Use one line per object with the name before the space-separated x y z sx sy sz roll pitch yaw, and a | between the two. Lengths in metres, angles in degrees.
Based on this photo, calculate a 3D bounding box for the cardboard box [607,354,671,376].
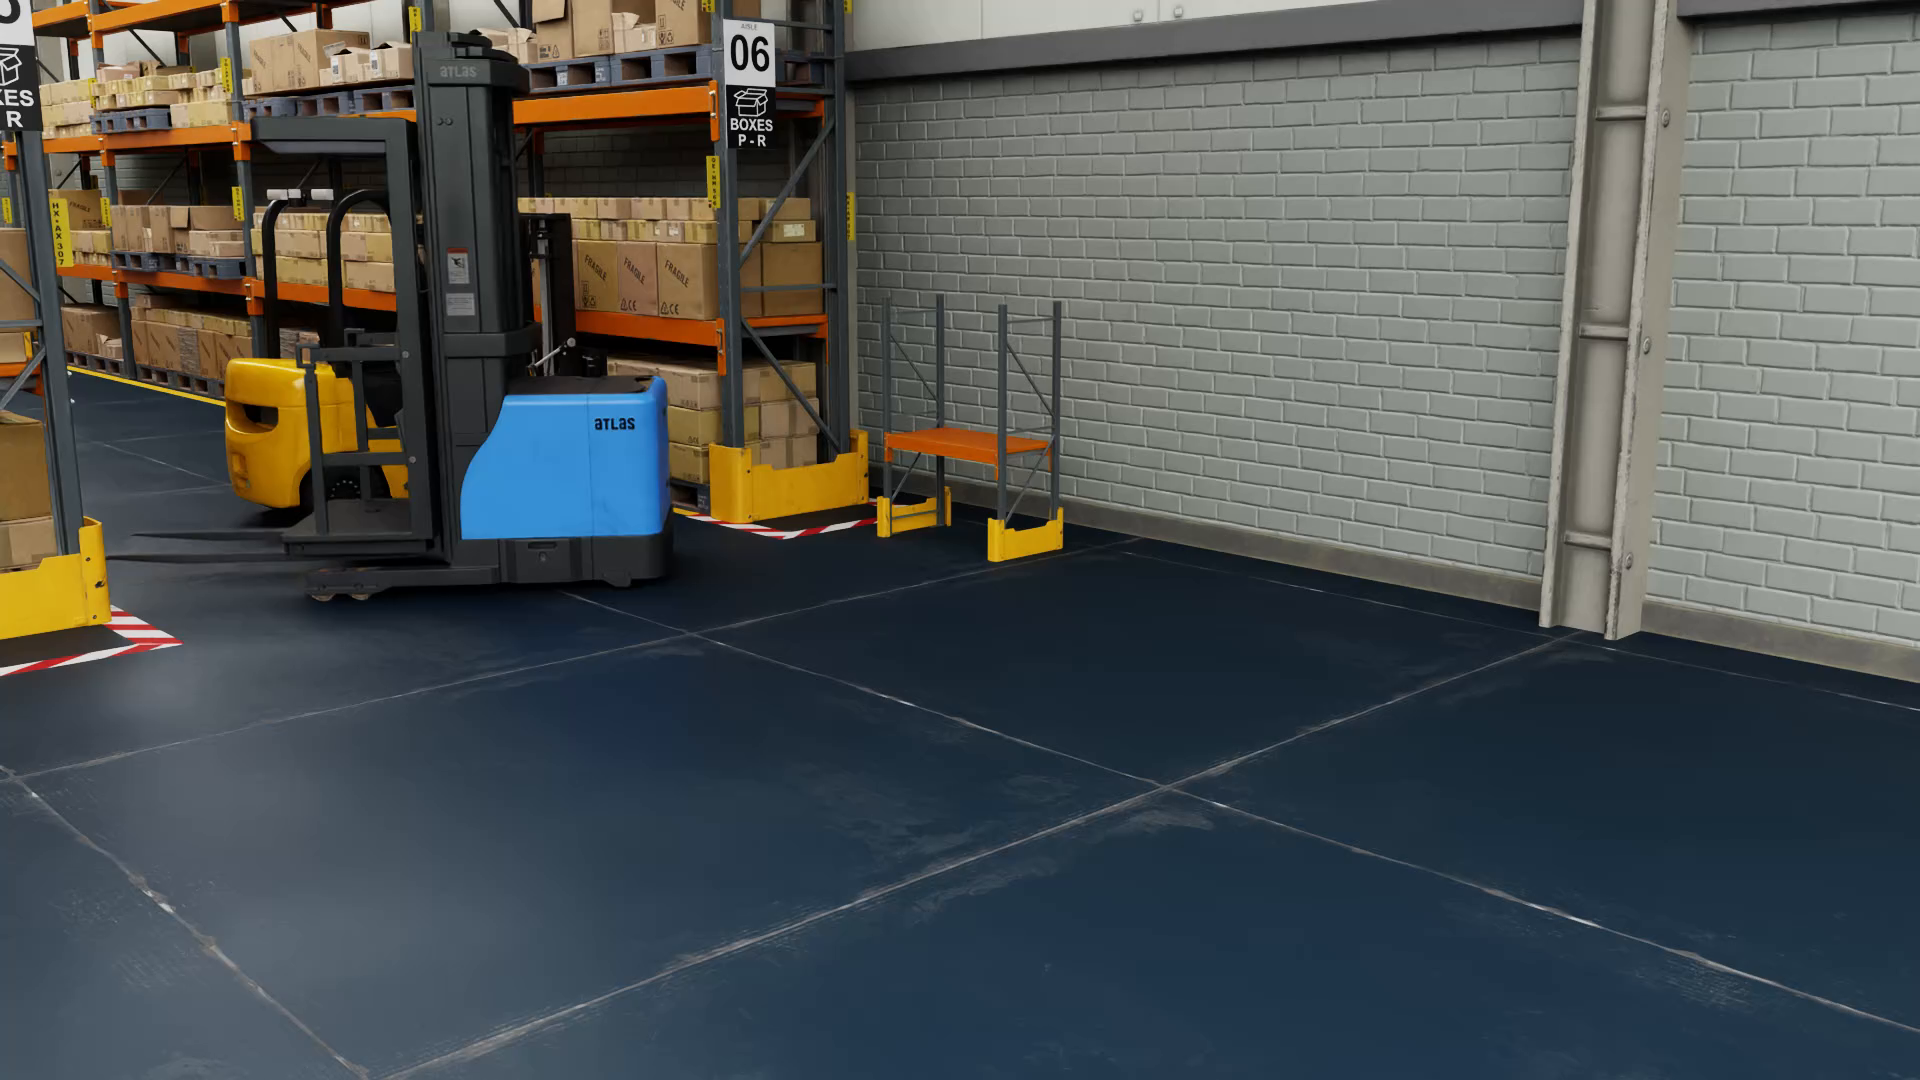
cardboard box | -2.428 -1.199 12.095 0.500 0.250 0.500 -11 16 -42

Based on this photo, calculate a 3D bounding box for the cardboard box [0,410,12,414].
cardboard box | -5.497 -0.450 9.079 0.500 0.500 0.500 11 16 43

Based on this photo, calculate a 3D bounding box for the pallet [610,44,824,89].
pallet | -1.641 -3.214 11.362 1.003 0.211 1.213 -11 16 -43

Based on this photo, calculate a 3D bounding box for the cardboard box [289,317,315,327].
cardboard box | -6.831 -2.267 17.529 0.380 0.149 0.250 -10 15 -40

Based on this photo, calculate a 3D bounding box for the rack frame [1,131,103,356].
rack frame | -12.221 -4.016 22.471 1.000 3.000 0.127 -11 16 -43

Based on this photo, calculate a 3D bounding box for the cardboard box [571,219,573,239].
cardboard box | -2.851 -2.320 12.382 0.380 0.149 0.250 -11 16 -44

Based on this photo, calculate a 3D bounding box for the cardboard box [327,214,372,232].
cardboard box | -5.473 -2.861 15.007 0.250 0.149 0.380 11 16 44

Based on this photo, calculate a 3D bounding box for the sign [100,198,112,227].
sign | -9.846 -3.780 19.178 0.100 0.325 0.005 -11 16 -43

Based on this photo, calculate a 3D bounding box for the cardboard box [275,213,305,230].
cardboard box | -6.504 -3.089 16.115 0.380 0.149 0.250 -10 16 -41

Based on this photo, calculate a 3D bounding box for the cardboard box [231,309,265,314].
cardboard box | -7.918 -2.494 18.629 0.250 0.149 0.380 11 16 43

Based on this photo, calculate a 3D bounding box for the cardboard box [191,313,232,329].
cardboard box | -8.116 -2.382 18.085 0.250 0.149 0.380 11 16 42

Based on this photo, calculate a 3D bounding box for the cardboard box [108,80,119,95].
cardboard box | -9.189 -5.002 18.420 0.380 0.149 0.250 -11 16 -44

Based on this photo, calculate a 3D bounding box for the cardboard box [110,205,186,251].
cardboard box | -9.286 -3.585 19.091 0.700 0.500 0.500 -10 16 -41

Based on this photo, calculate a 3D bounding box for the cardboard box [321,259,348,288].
cardboard box | -5.505 -2.452 15.251 0.500 0.250 0.500 -10 15 -41

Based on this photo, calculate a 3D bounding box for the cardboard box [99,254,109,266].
cardboard box | -10.057 -3.356 19.888 0.380 0.149 0.250 -10 16 -41

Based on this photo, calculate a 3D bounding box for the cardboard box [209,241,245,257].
cardboard box | -7.427 -2.974 16.993 0.380 0.149 0.250 -11 16 -42

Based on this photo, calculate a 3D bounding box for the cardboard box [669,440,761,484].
cardboard box | -1.725 -0.565 11.491 0.500 0.250 0.500 -11 16 -42

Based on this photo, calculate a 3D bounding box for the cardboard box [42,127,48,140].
cardboard box | -11.180 -5.046 20.659 0.380 0.149 0.250 -11 16 -42

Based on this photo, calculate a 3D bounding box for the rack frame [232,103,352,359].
rack frame | -6.696 -2.849 16.804 1.000 3.000 0.127 -11 16 -43

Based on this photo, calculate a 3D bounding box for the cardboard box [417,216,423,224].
cardboard box | -4.330 -2.650 13.987 0.380 0.149 0.250 -10 15 -41

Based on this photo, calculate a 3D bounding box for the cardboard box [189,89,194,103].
cardboard box | -7.782 -4.614 17.322 0.380 0.149 0.250 -11 16 -42

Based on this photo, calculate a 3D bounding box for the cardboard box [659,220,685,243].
cardboard box | -1.812 -2.092 11.279 0.380 0.149 0.250 -11 16 -42

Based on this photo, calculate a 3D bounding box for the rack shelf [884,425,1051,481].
rack shelf | 0.059 -0.546 10.236 0.538 0.185 1.000 -11 16 -43

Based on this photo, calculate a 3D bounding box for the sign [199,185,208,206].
sign | -9.060 -4.077 19.899 0.100 0.325 0.005 -11 16 -43

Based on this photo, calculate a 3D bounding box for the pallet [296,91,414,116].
pallet | -5.388 -3.976 15.310 1.003 0.211 1.213 -10 15 -40

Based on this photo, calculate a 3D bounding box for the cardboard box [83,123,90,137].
cardboard box | -10.087 -4.826 19.591 0.380 0.149 0.250 -11 16 -43

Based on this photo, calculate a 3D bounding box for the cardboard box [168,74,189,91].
cardboard box | -8.044 -4.783 17.409 0.380 0.149 0.250 -11 16 -42

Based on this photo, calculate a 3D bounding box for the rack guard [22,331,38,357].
rack guard | -12.168 -2.781 22.669 1.175 0.500 0.348 -11 16 -43

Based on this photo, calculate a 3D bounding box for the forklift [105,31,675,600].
forklift | -3.168 -1.227 9.101 3.031 2.935 1.130 -1 12 -6

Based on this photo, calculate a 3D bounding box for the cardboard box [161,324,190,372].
cardboard box | -8.571 -2.162 18.626 0.500 0.500 0.500 11 16 43

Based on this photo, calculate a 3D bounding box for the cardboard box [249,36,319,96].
cardboard box | -6.372 -4.482 15.761 0.500 0.500 0.500 -11 16 -42

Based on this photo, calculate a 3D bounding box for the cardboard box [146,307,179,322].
cardboard box | -9.156 -2.612 19.204 0.250 0.149 0.380 11 16 44

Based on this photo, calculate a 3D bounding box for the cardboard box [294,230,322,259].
cardboard box | -5.873 -2.769 15.551 0.500 0.250 0.500 11 16 44

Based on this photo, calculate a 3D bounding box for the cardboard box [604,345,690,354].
cardboard box | -2.401 -1.349 12.820 0.500 0.250 0.500 -11 16 -44

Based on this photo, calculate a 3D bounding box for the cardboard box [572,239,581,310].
cardboard box | -2.762 -1.989 12.383 0.500 0.500 0.500 -11 16 -42

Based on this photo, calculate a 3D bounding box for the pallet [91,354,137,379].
pallet | -9.932 -2.167 20.406 1.003 0.211 1.213 -11 16 -43

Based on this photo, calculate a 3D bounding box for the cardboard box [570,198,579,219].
cardboard box | -2.635 -2.439 12.225 0.380 0.149 0.250 -11 16 -42

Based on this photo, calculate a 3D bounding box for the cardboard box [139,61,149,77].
cardboard box | -9.198 -5.347 19.066 0.396 0.266 0.258 -11 16 -43

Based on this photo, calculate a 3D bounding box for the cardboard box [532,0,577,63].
cardboard box | -2.665 -3.740 12.154 0.797 0.503 0.637 -10 15 -41

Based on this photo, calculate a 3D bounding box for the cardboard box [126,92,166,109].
cardboard box | -8.833 -4.785 18.105 0.380 0.149 0.250 -11 16 -43

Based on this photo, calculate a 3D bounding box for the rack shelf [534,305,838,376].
rack shelf | -2.553 -1.621 12.626 1.077 0.370 4.000 -11 16 -43

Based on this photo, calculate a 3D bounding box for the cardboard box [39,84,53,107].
cardboard box | -11.042 -5.481 20.545 0.500 0.250 0.500 -10 16 -41

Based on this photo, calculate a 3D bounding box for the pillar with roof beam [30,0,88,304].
pillar with roof beam | -16.545 -6.874 21.474 9.100 9.000 0.400 -11 16 -43

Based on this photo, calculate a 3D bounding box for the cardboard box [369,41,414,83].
cardboard box | -4.610 -4.017 13.972 0.500 0.311 0.500 11 16 43

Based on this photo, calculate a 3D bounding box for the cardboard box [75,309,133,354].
cardboard box | -10.588 -2.613 20.816 0.500 0.500 0.700 11 16 43

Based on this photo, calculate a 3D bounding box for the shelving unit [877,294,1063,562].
shelving unit | 0.053 -0.723 10.206 0.587 1.500 1.083 -11 16 -43

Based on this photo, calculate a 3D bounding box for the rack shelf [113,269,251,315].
rack shelf | -8.077 -2.788 18.293 1.077 0.370 4.000 -11 16 -43

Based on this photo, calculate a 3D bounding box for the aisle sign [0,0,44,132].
aisle sign | -4.492 -2.296 7.681 0.394 0.787 0.004 -11 16 -43

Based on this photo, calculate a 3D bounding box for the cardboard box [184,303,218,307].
cardboard box | -8.996 -2.718 19.716 0.250 0.149 0.380 11 16 43

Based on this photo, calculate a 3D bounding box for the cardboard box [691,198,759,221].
cardboard box | -1.571 -2.216 11.143 0.380 0.149 0.250 -11 16 -42
